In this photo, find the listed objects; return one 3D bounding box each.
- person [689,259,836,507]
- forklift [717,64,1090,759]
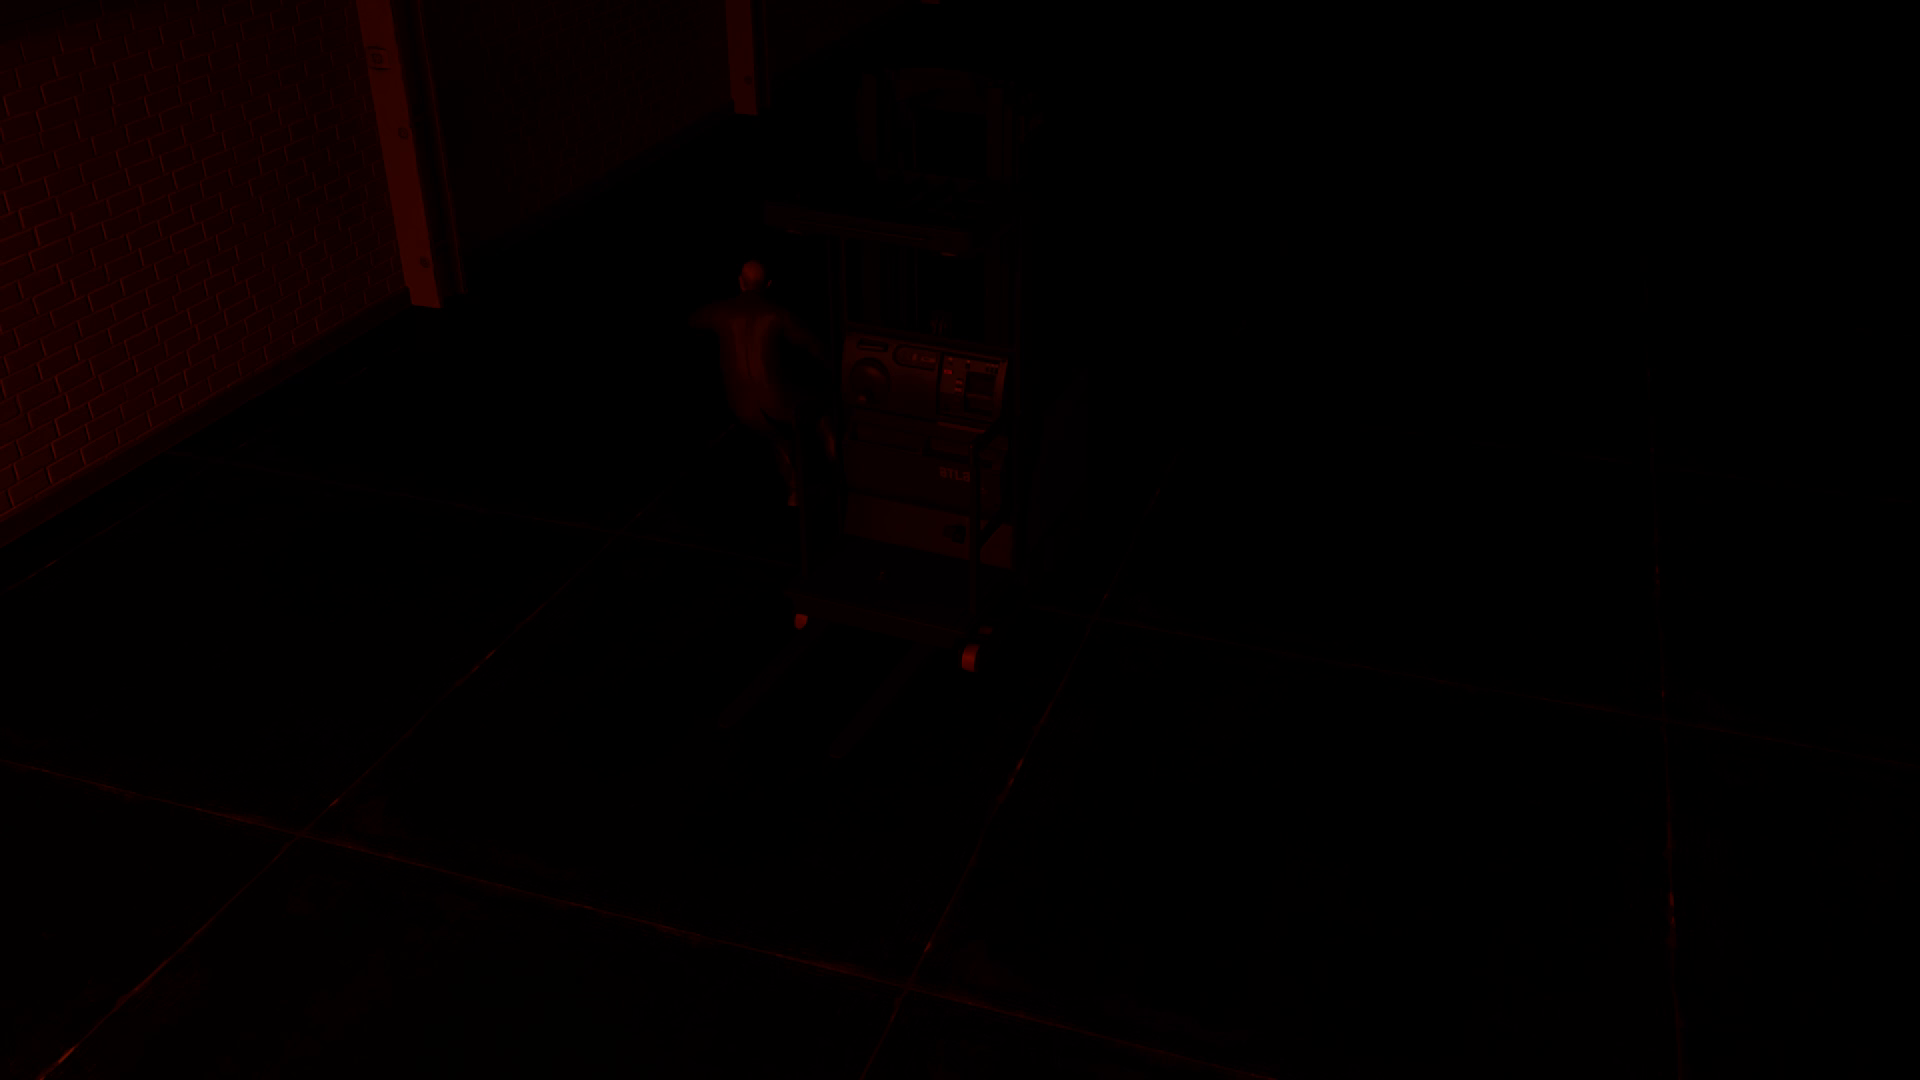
[{"bbox_3d":[-1.059,-1.026,10.377,1.245,1.531,0.949,1,30,2],"label":"person"},{"bbox_3d":[-0.273,-0.805,8.549,1.130,2.935,3.031,12,32,20],"label":"forklift"}]
